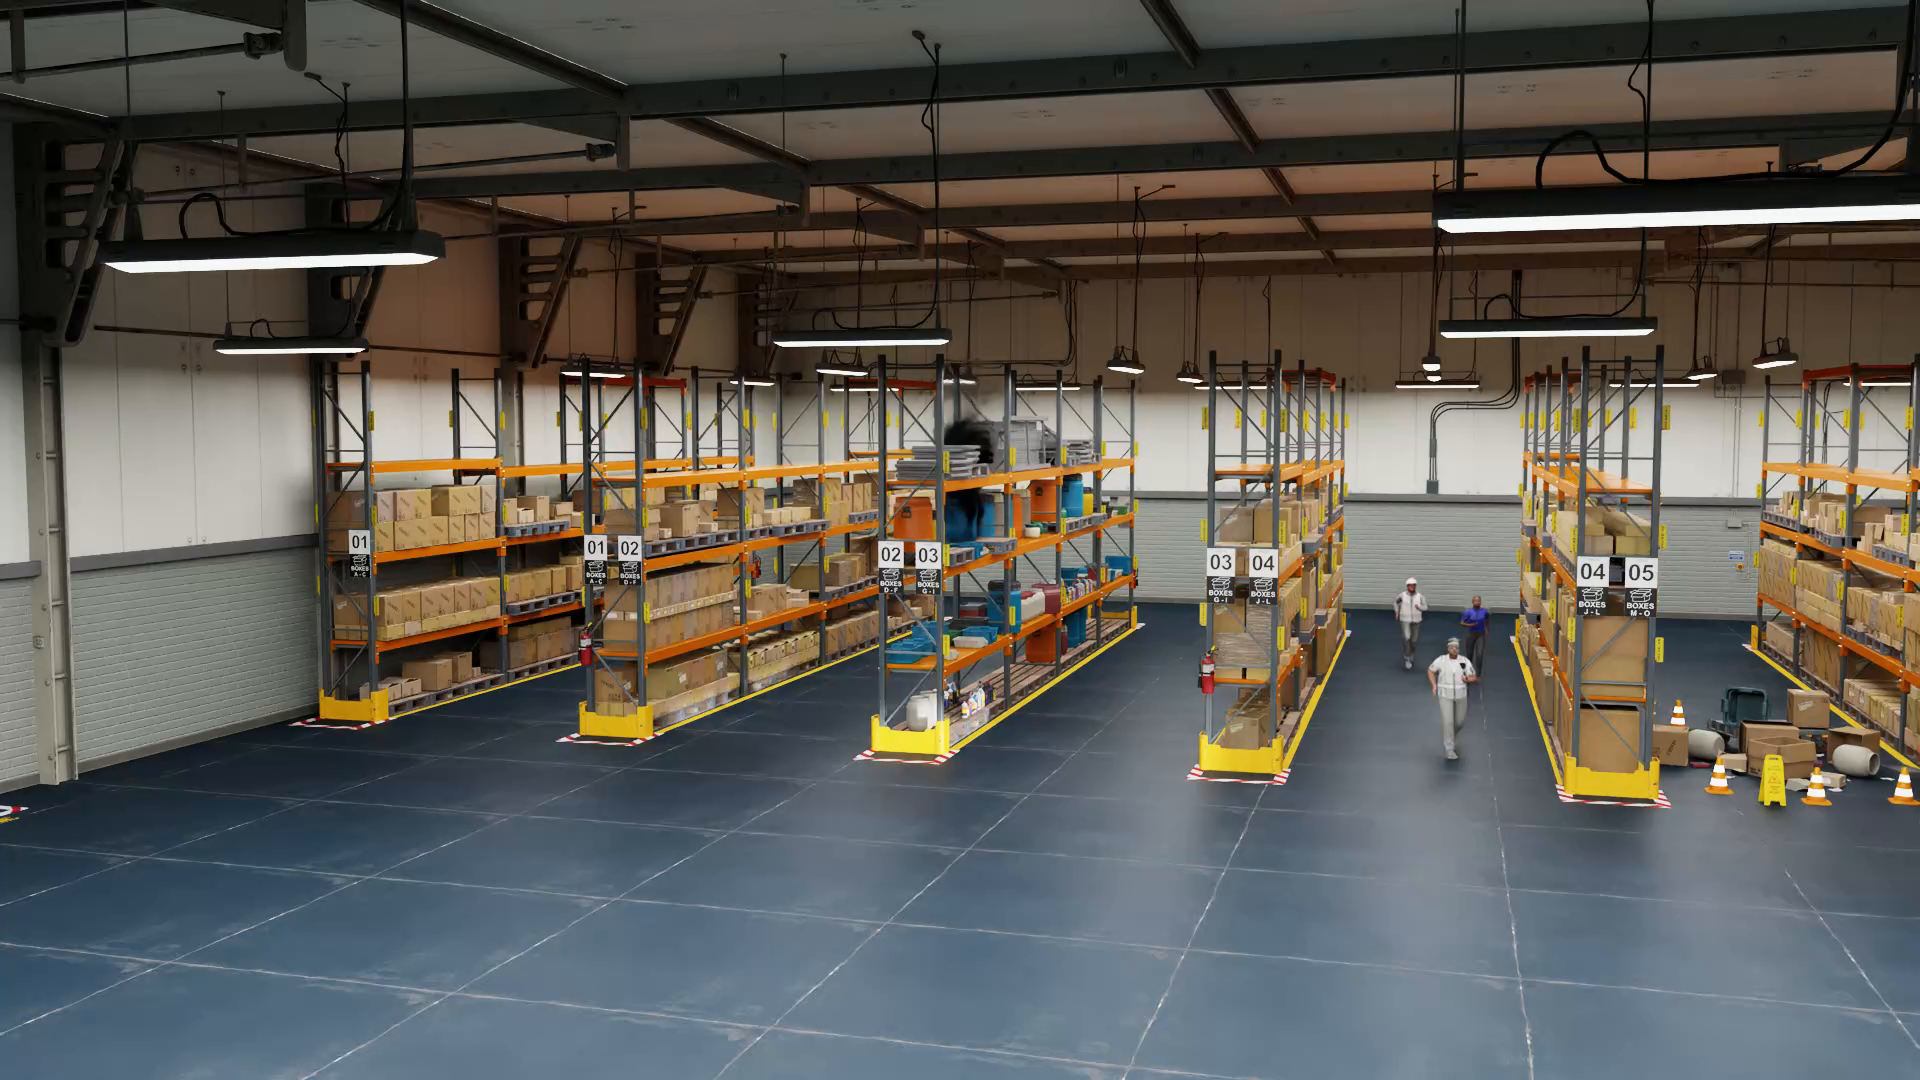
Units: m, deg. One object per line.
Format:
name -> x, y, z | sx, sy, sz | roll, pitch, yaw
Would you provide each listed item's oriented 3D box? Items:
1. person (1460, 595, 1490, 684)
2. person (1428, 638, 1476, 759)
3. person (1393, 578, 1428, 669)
person -> 9.894, 1.878, 31.931 | 0.583, 1.650, 0.888 | 1, 4, 9
person -> 7.360, 2.325, 24.843 | 0.668, 1.757, 0.975 | 0, 4, 5
person -> 9.201, 1.676, 33.947 | 0.638, 1.804, 0.877 | 0, 4, 4
